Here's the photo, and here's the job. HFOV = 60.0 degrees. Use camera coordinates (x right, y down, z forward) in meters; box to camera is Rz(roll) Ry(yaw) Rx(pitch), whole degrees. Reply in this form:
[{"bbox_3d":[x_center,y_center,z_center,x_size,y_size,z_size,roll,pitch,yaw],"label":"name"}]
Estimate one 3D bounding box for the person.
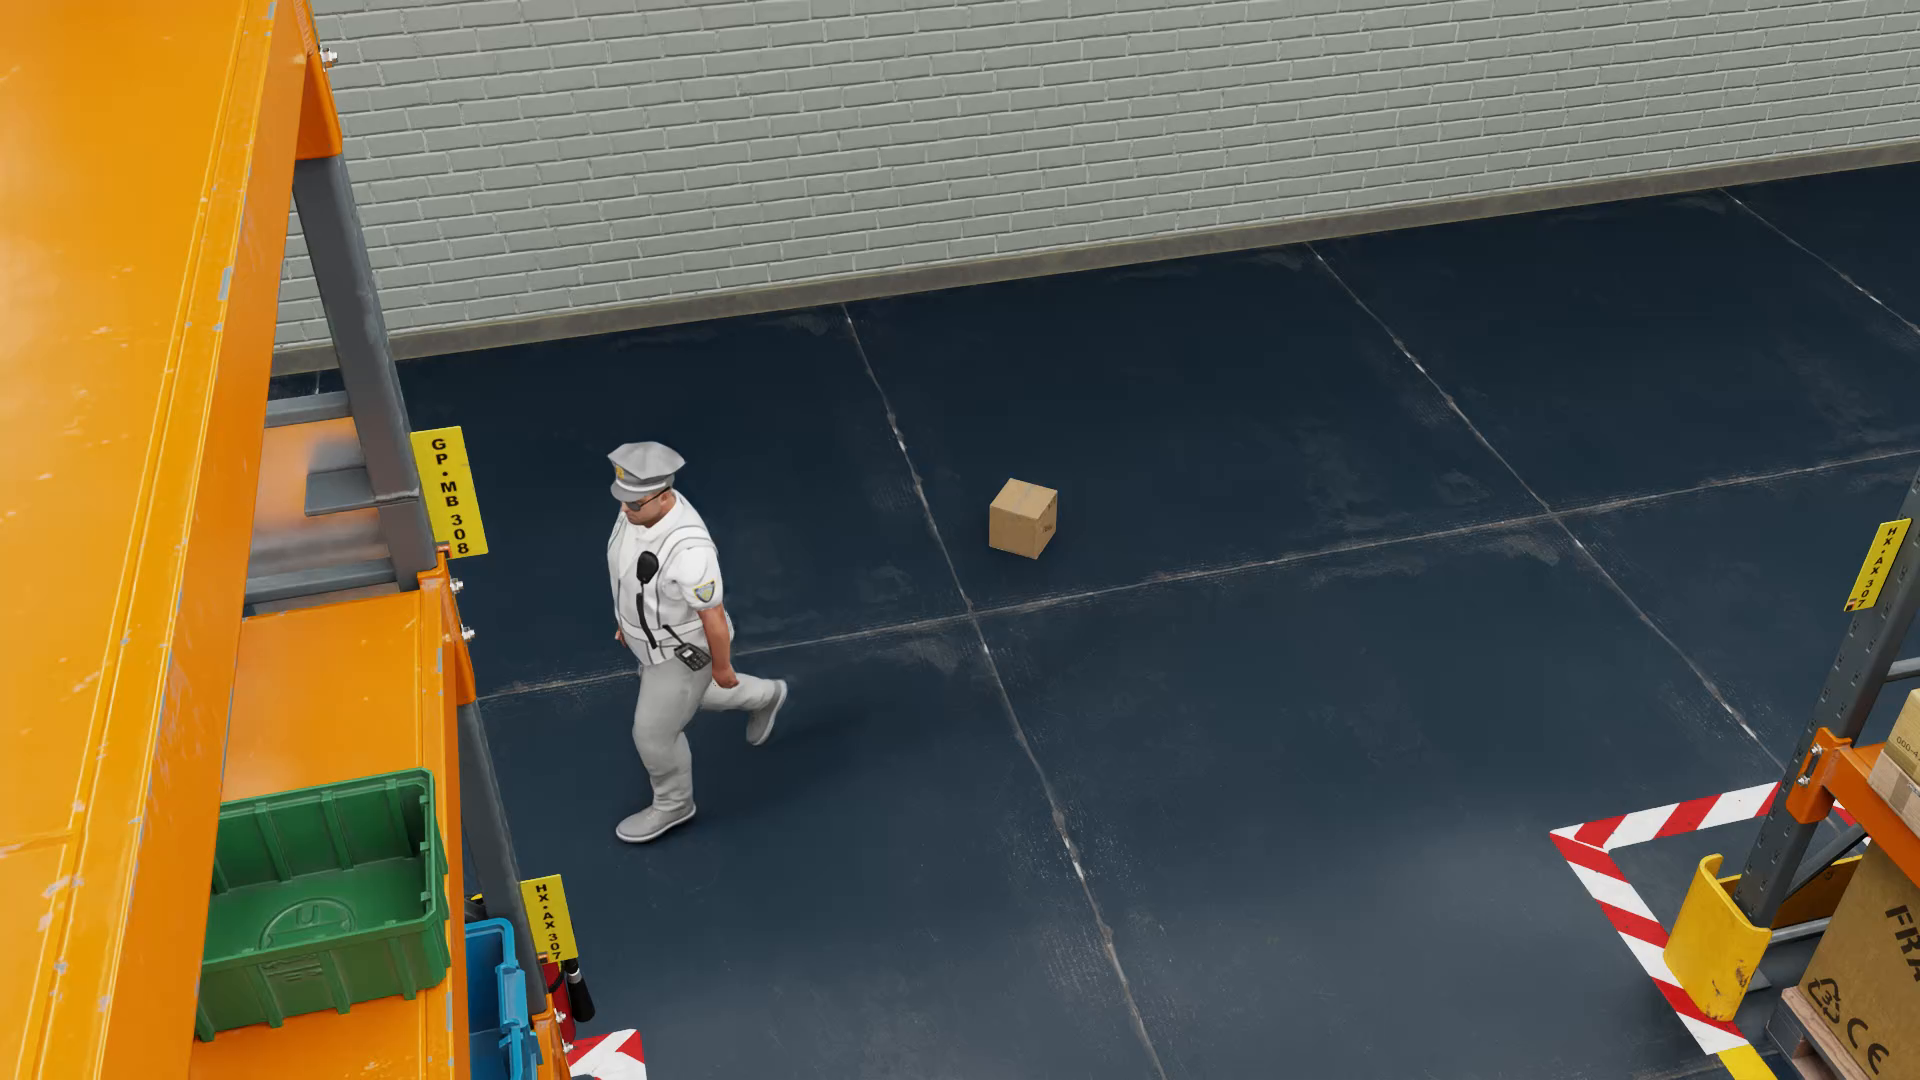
[{"bbox_3d":[-1.024,0.333,6.252,0.840,1.721,0.538,-20,42,-23],"label":"person"}]
